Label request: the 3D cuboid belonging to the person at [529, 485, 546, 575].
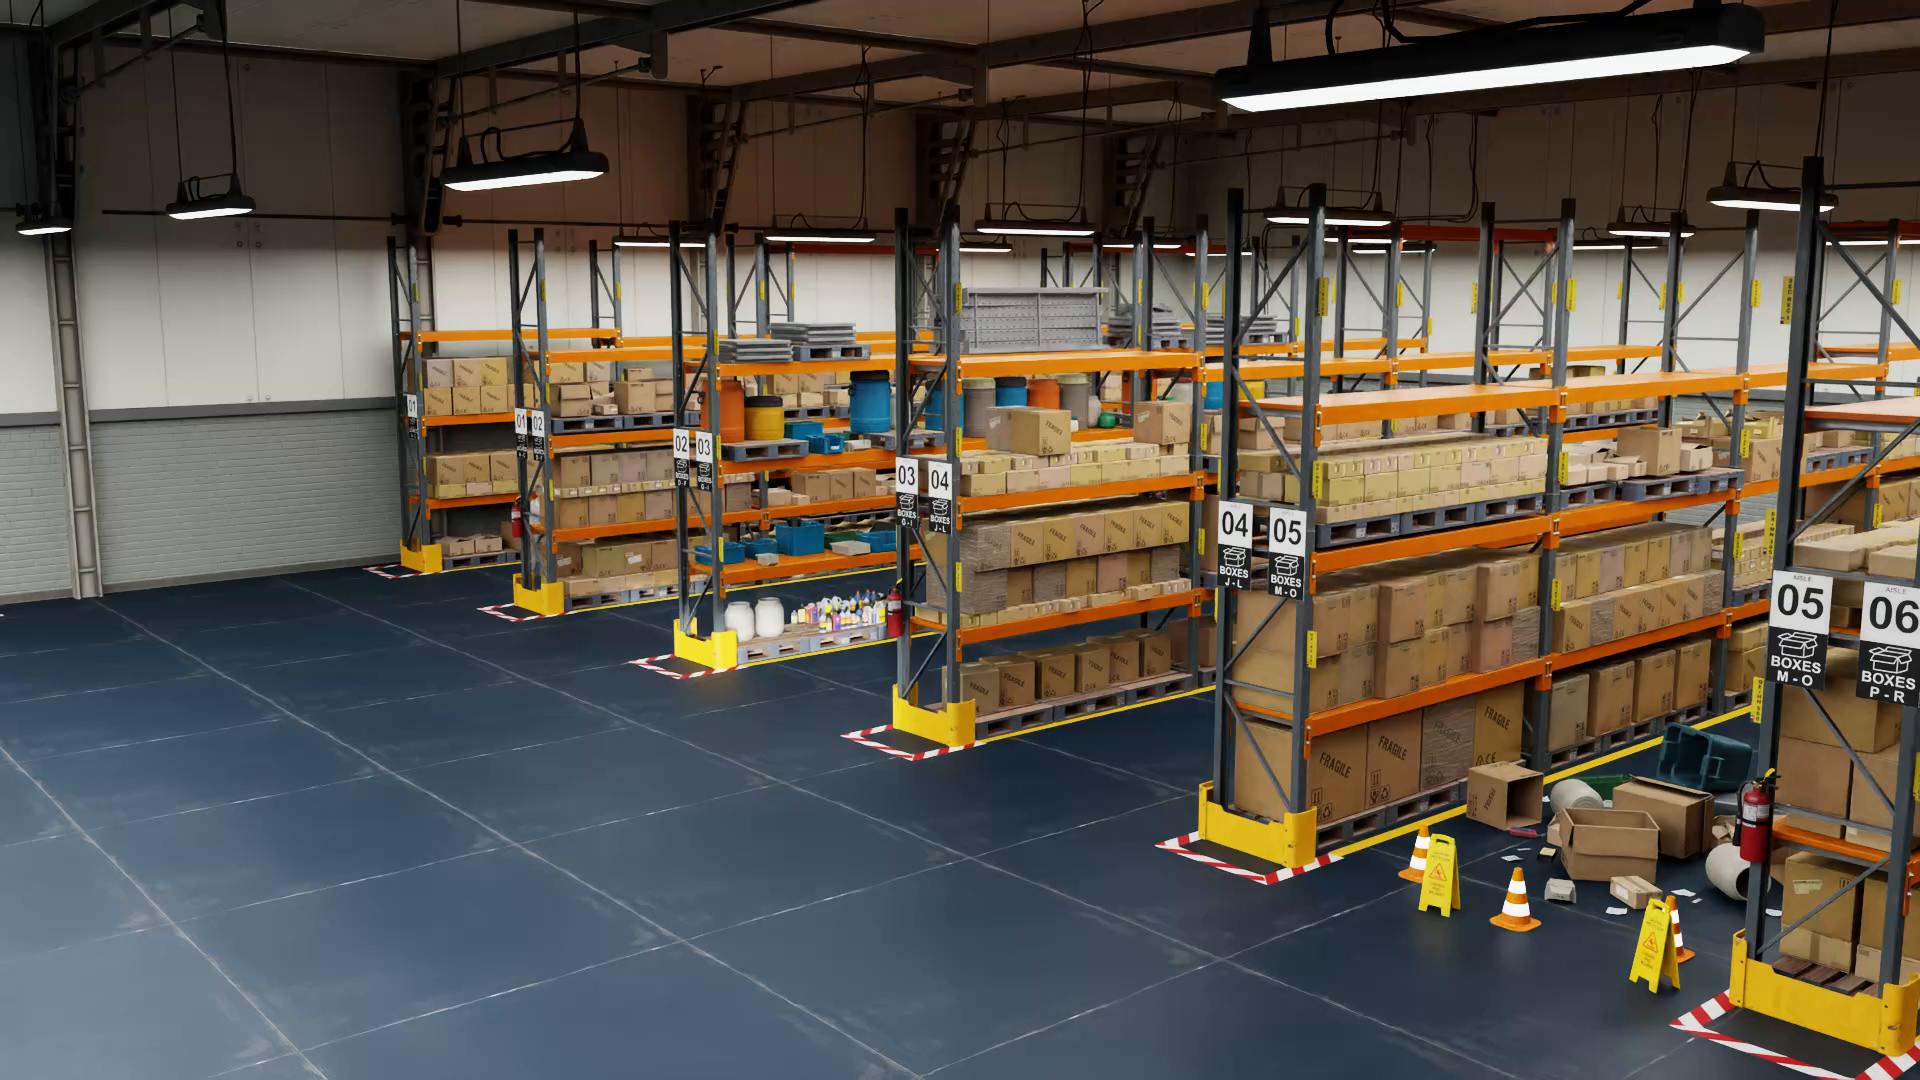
[{"bbox_3d":[-7.412,-0.163,29.452,0.556,1.666,0.906,3,9,16],"label":"person"}]
